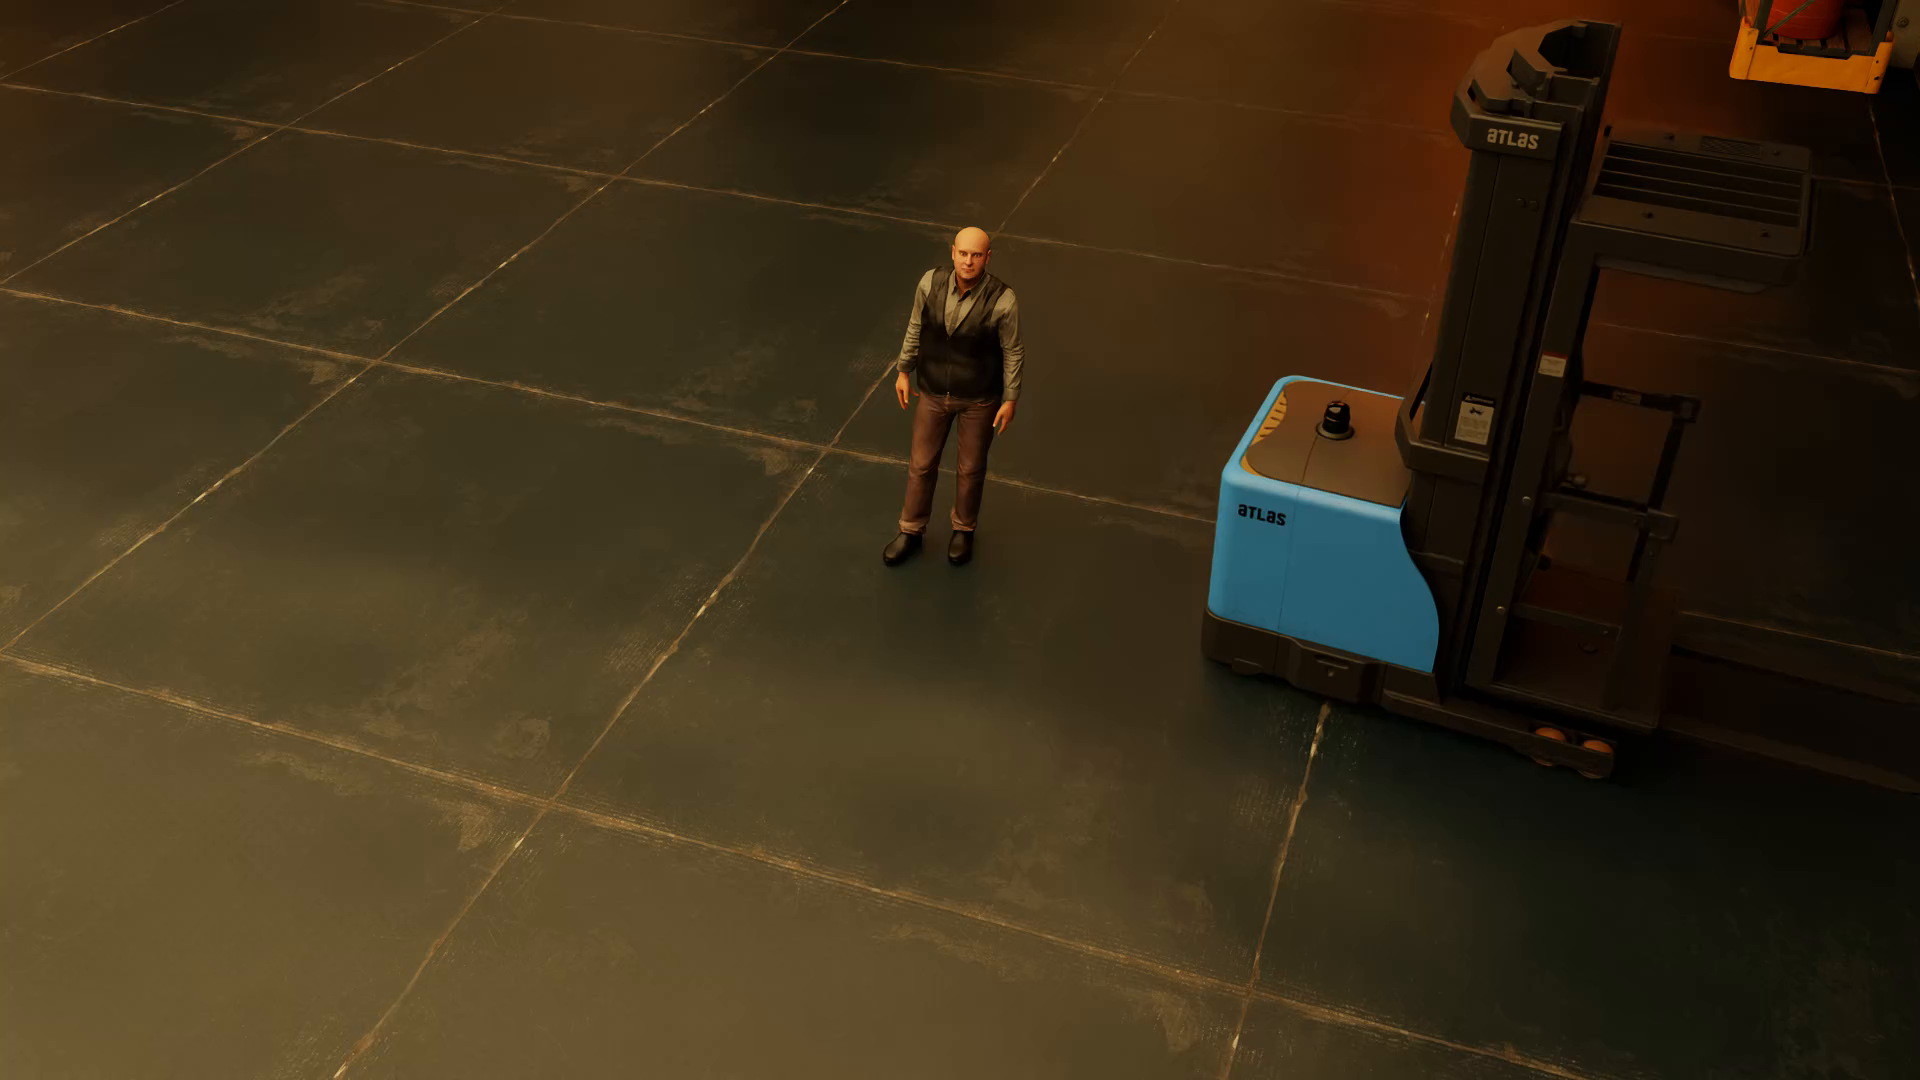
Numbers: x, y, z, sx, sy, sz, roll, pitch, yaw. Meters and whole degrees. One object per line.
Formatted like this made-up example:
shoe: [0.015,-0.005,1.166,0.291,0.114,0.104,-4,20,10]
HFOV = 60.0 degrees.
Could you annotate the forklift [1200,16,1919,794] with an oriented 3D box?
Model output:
forklift: [2.690,-0.516,6.839,3.031,2.935,1.130,15,38,20]

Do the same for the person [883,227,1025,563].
person: [-0.028,-0.676,8.097,0.633,1.721,0.568,12,37,16]
